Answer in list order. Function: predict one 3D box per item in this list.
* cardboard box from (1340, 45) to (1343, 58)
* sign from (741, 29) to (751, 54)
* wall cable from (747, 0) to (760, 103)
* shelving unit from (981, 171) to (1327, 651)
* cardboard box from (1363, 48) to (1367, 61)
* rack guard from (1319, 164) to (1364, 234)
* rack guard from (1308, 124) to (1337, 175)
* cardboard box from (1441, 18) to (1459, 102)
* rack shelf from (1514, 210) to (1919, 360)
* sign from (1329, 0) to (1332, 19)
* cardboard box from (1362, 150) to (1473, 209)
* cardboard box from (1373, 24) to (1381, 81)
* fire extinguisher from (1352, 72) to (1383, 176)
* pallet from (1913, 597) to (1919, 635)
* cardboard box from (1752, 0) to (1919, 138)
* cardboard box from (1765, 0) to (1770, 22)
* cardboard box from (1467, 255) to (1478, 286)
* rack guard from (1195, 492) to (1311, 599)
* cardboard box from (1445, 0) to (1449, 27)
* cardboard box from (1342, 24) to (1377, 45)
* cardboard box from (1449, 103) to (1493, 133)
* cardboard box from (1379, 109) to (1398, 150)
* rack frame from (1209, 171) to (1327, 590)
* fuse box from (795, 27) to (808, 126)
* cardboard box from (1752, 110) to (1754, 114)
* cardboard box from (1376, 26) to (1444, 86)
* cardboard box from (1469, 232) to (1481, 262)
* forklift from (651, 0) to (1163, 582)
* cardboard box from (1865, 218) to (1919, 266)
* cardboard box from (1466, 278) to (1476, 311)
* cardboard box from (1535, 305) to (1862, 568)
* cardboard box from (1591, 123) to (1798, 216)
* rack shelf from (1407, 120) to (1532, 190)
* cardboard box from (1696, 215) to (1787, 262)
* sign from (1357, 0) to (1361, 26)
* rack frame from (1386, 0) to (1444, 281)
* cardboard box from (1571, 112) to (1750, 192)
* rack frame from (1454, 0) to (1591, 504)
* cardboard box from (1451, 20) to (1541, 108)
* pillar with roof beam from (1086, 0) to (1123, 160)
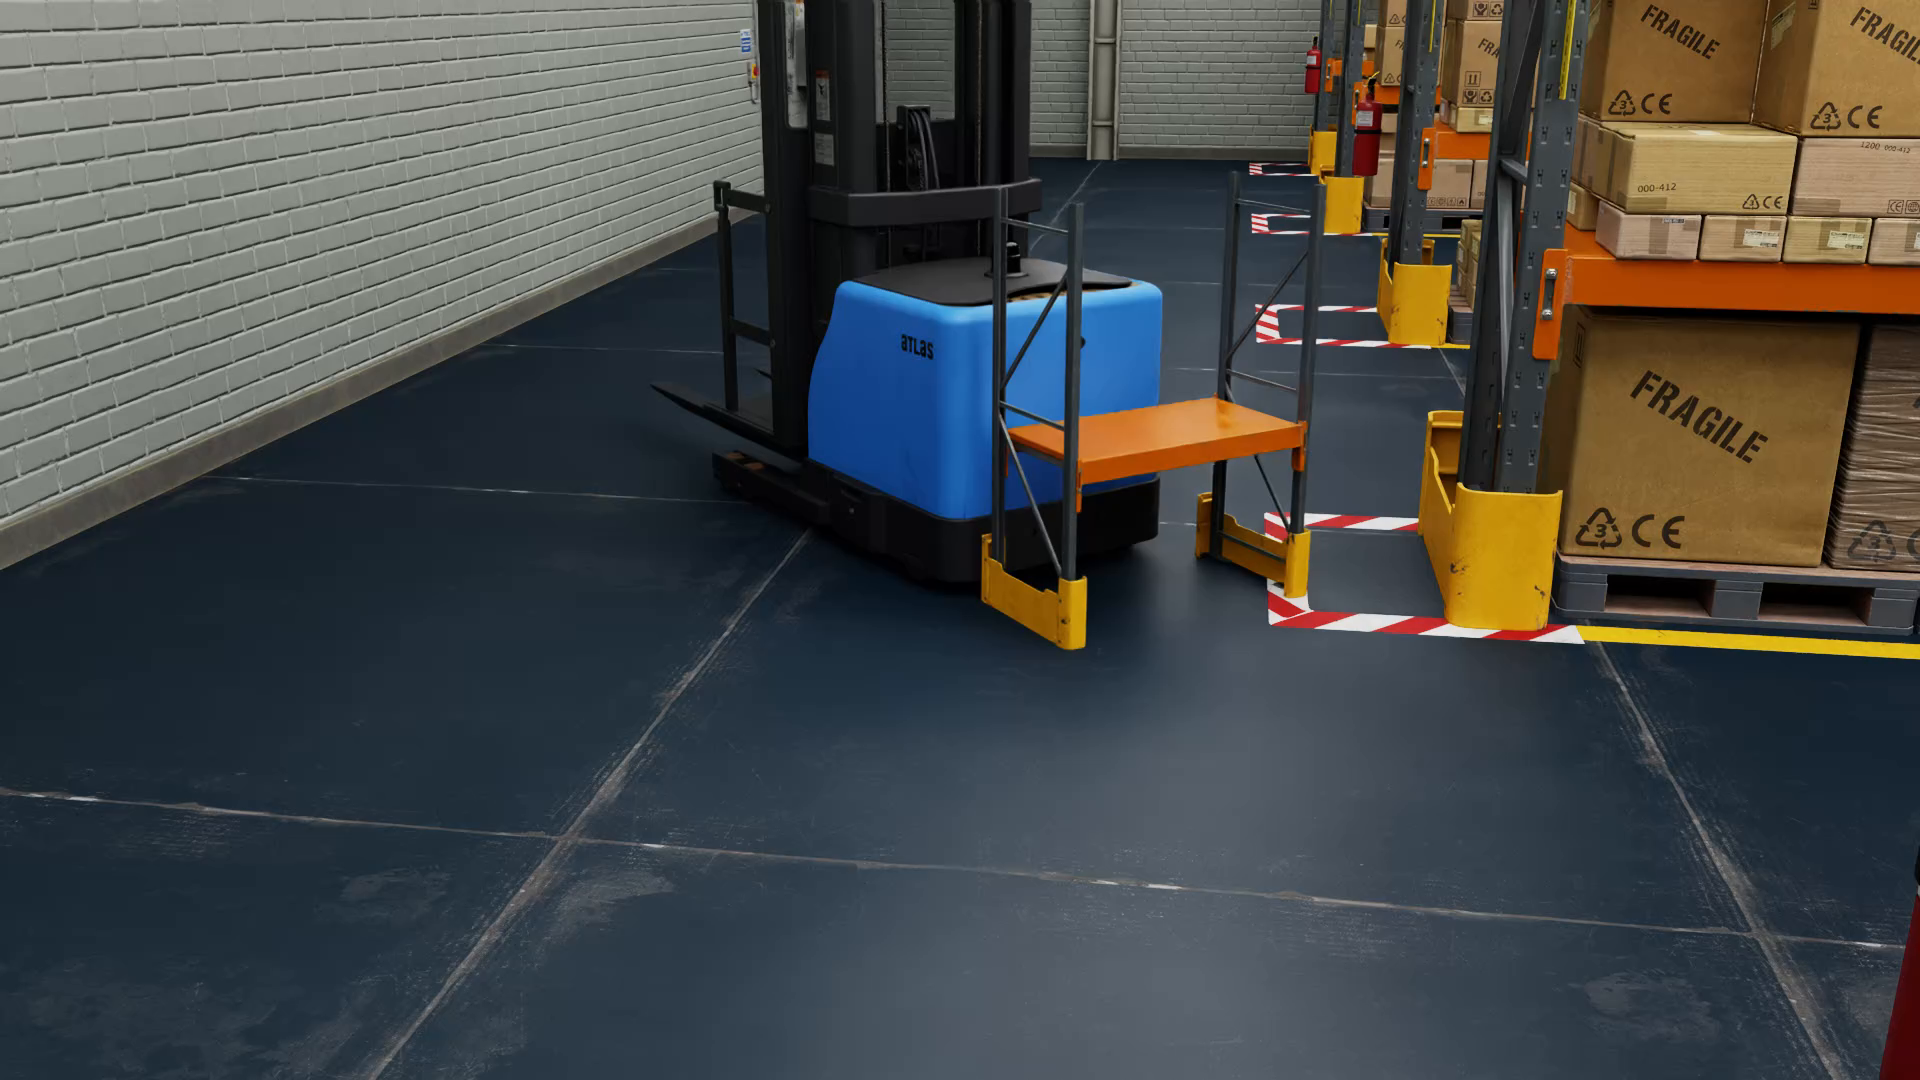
[{"bbox_3d":[4.739,-5.896,20.092,0.250,0.149,0.380,3,19,8],"label":"cardboard box"},{"bbox_3d":[-2.054,-4.785,15.950,0.001,0.218,0.327,3,19,9],"label":"sign"},{"bbox_3d":[-1.985,-5.165,15.863,0.123,1.953,0.585,3,19,9],"label":"wall cable"},{"bbox_3d":[0.683,-0.498,5.927,1.083,1.500,0.587,-11,21,-29],"label":"shelving unit"},{"bbox_3d":[4.650,-5.726,19.585,0.250,0.149,0.380,3,19,8],"label":"cardboard box"},{"bbox_3d":[3.562,-3.208,15.603,0.348,0.500,1.175,3,19,9],"label":"rack guard"},{"bbox_3d":[4.444,-4.758,20.236,0.348,0.500,1.175,3,19,9],"label":"rack guard"},{"bbox_3d":[3.385,-3.083,10.663,0.500,0.500,0.500,3,19,10],"label":"cardboard box"},{"bbox_3d":[3.988,-0.846,5.737,4.000,0.370,1.077,3,19,9],"label":"rack shelf"},{"bbox_3d":[4.283,-6.188,19.206,0.005,0.325,0.100,3,19,9],"label":"sign"},{"bbox_3d":[4.253,-3.375,15.537,0.875,0.438,0.875,2,19,7],"label":"cardboard box"},{"bbox_3d":[4.104,-4.498,15.362,0.500,0.500,0.500,3,19,9],"label":"cardboard box"},{"bbox_3d":[2.725,-2.780,11.094,0.183,0.674,0.296,3,19,9],"label":"fire extinguisher"},{"bbox_3d":[4.017,0.113,6.134,1.213,0.211,1.003,3,19,9],"label":"pallet"},{"bbox_3d":[2.938,-1.579,5.381,0.500,0.500,0.500,2,19,7],"label":"cardboard box"},{"bbox_3d":[4.814,-3.312,9.773,0.500,0.500,0.500,2,19,7],"label":"cardboard box"},{"bbox_3d":[3.377,-1.718,10.572,0.250,0.149,0.380,4,19,11],"label":"cardboard box"},{"bbox_3d":[1.112,0.015,6.365,0.087,0.250,0.587,-11,21,-29],"label":"rack guard"},{"bbox_3d":[4.526,-4.777,14.618,0.500,0.500,0.500,2,19,7],"label":"cardboard box"},{"bbox_3d":[4.865,-6.077,20.007,0.500,0.250,0.500,3,19,10],"label":"cardboard box"},{"bbox_3d":[3.168,-2.598,10.237,0.250,0.149,0.380,3,19,8],"label":"cardboard box"},{"bbox_3d":[4.958,-4.902,20.000,0.637,0.503,0.797,2,19,6],"label":"cardboard box"},{"bbox_3d":[1.129,-0.581,6.176,0.032,1.500,0.500,-11,21,-29],"label":"rack frame"},{"bbox_3d":[-1.508,-4.709,18.179,0.414,1.711,0.539,3,19,9],"label":"fuse box"},{"bbox_3d":[4.716,-2.536,10.050,0.250,0.149,0.380,4,19,11],"label":"cardboard box"},{"bbox_3d":[4.014,-4.326,14.846,0.500,0.500,0.500,3,19,8],"label":"cardboard box"},{"bbox_3d":[3.364,-1.833,10.447,0.250,0.149,0.380,2,19,6],"label":"cardboard box"},{"bbox_3d":[-0.454,-1.642,7.093,1.130,2.935,3.031,-12,22,-32],"label":"forklift"},{"bbox_3d":[3.076,-1.009,5.488,0.250,0.149,0.380,3,19,8],"label":"cardboard box"},{"bbox_3d":[3.367,-1.557,10.560,0.250,0.149,0.380,3,19,10],"label":"cardboard box"},{"bbox_3d":[2.658,-0.472,6.173,0.875,0.875,0.875,3,19,9],"label":"cardboard box"},{"bbox_3d":[2.445,-1.249,5.576,0.500,0.250,0.500,2,19,7],"label":"cardboard box"},{"bbox_3d":[4.875,-2.395,10.366,4.000,0.370,1.077,3,19,9],"label":"rack shelf"},{"bbox_3d":[2.565,-1.035,5.564,0.250,0.149,0.380,3,19,8],"label":"cardboard box"},{"bbox_3d":[3.492,-4.667,14.534,0.005,0.325,0.100,3,19,9],"label":"sign"},{"bbox_3d":[2.900,-2.836,10.553,0.127,3.000,1.000,3,19,9],"label":"rack frame"},{"bbox_3d":[2.534,-1.416,6.076,0.500,0.250,0.500,3,19,8],"label":"cardboard box"},{"bbox_3d":[2.014,-1.288,5.924,0.127,3.000,1.000,3,19,9],"label":"rack frame"},{"bbox_3d":[3.300,-2.916,10.164,0.500,0.500,0.500,4,19,11],"label":"cardboard box"},{"bbox_3d":[1.167,-7.862,16.118,0.400,9.000,9.100,3,19,9],"label":"pillar with roof beam"}]
